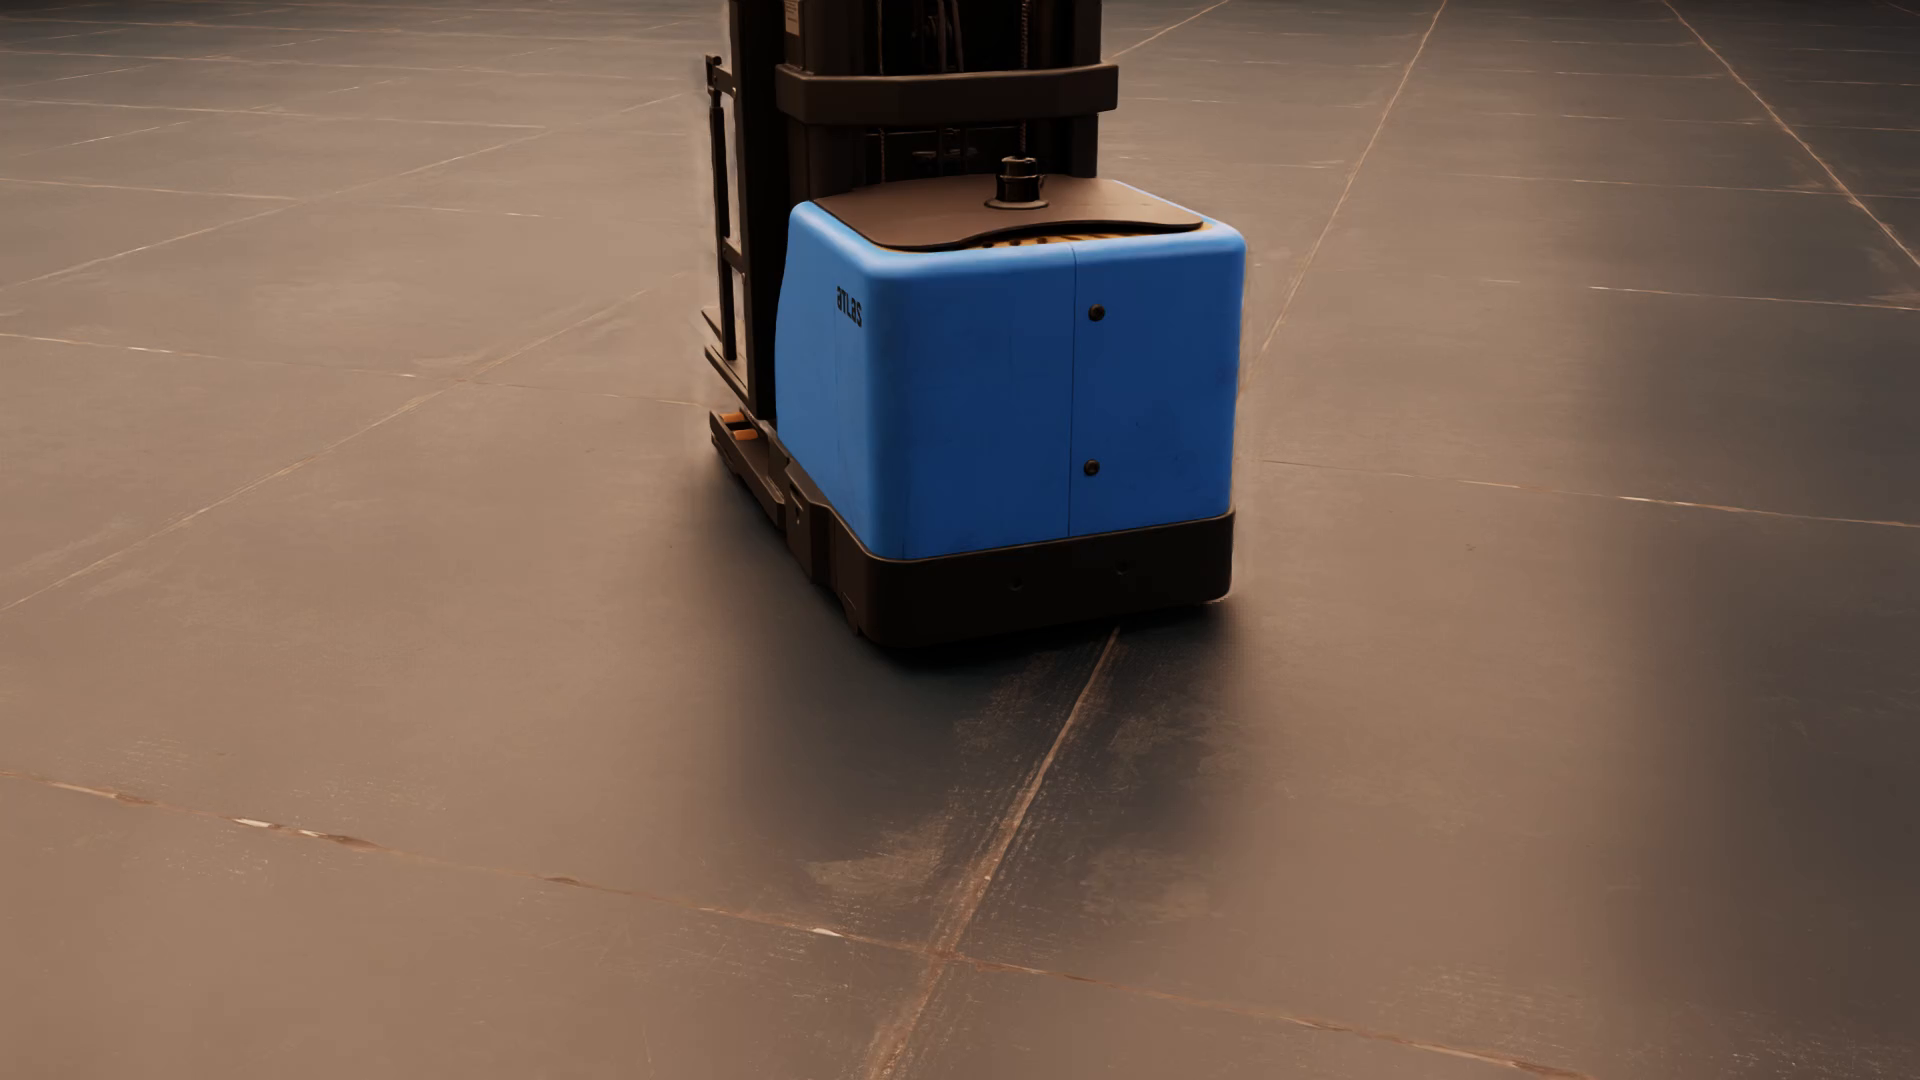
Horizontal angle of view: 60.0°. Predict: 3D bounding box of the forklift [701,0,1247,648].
[{"bbox_3d":[-0.229,-1.611,5.182,1.130,2.935,3.031,-8,24,-18],"label":"forklift"}]
